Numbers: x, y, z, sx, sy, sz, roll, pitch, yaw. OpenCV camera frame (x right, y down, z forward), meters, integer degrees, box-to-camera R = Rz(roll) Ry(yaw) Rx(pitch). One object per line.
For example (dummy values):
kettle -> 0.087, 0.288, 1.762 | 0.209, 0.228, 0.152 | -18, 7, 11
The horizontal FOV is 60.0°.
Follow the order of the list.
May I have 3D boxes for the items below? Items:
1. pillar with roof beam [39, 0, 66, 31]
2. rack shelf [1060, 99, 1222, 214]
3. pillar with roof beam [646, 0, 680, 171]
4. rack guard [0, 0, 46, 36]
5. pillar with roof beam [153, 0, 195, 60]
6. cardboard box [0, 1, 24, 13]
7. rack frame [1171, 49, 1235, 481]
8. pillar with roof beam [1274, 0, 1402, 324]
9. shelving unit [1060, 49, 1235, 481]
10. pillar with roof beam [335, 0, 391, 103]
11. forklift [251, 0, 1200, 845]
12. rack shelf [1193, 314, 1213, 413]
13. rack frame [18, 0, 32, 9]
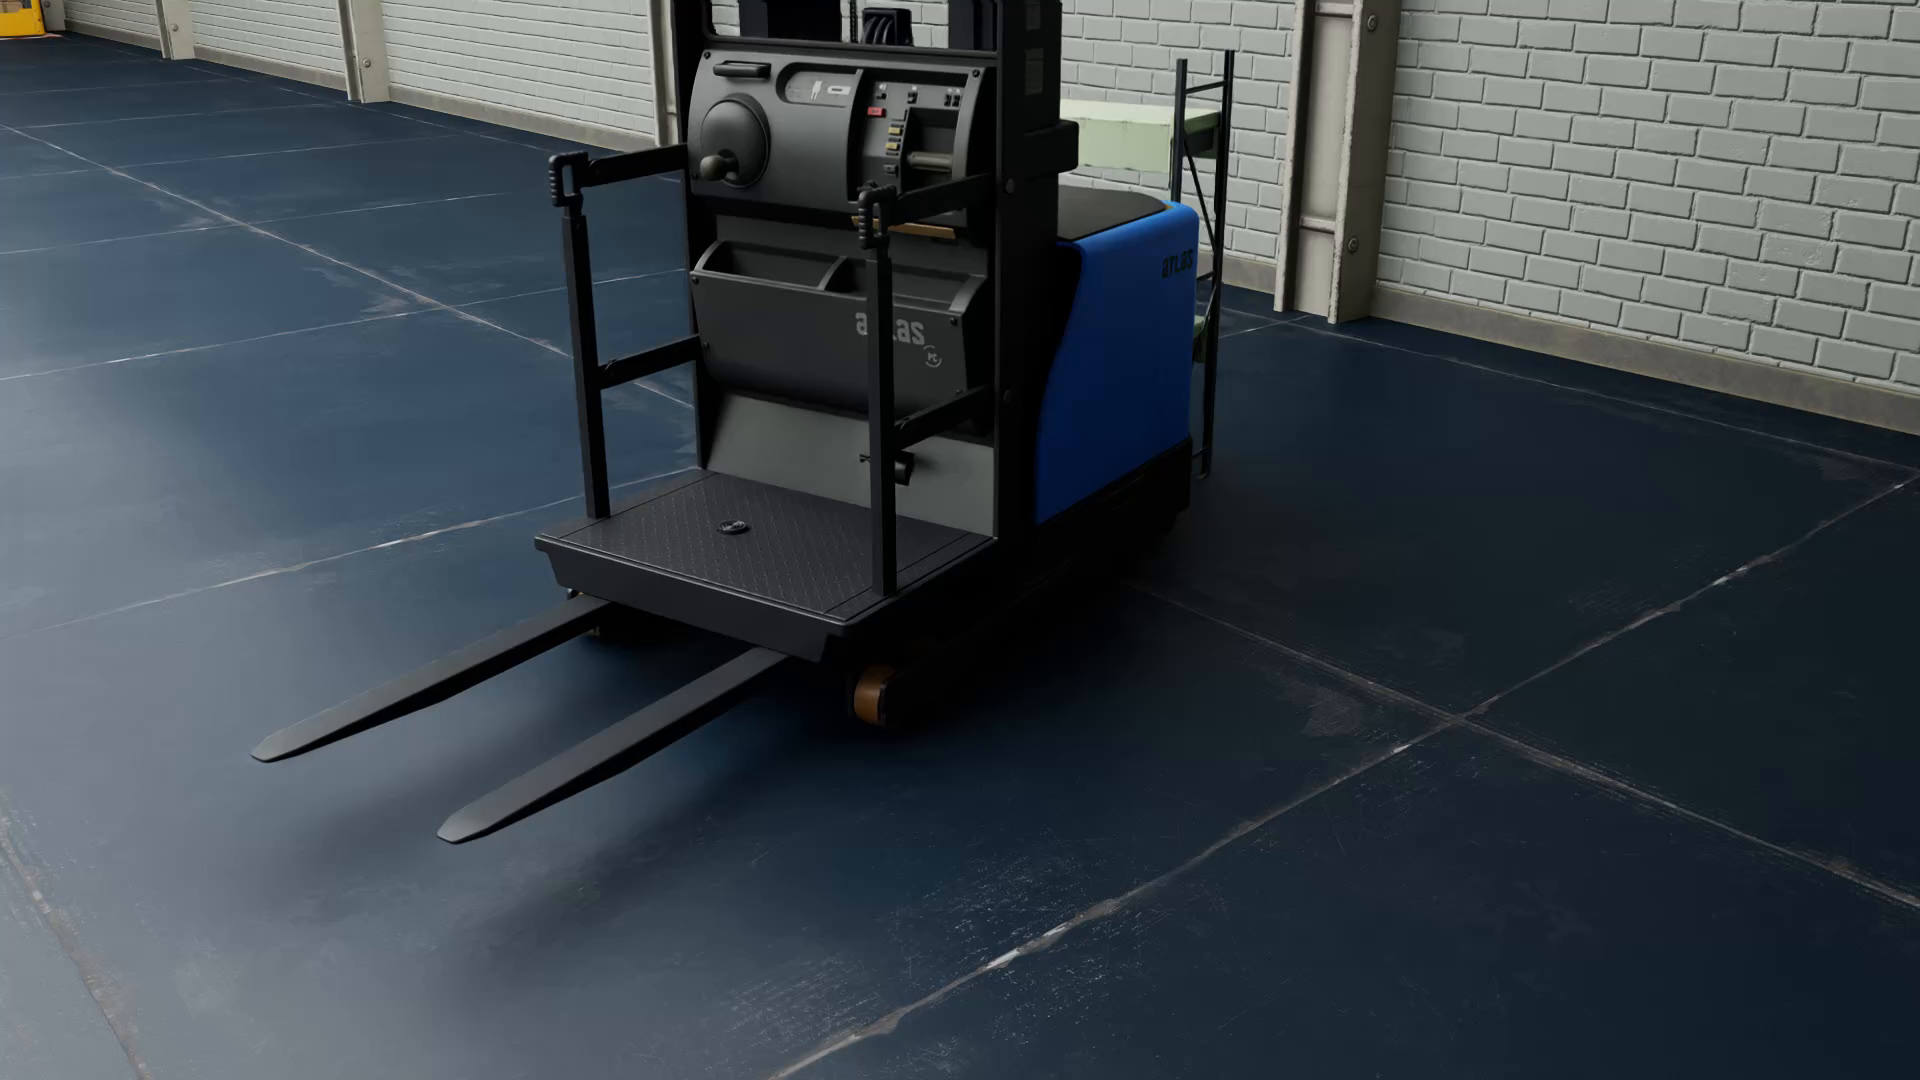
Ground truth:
pillar with roof beam -> -17.085, -10.952, 21.108 | 9.100, 9.000, 0.400 | -17, 27, -37
rack shelf -> 0.493, -1.314, 5.713 | 0.720, 0.370, 0.431 | 13, 25, 30
pillar with roof beam -> -5.336, -5.979, 8.411 | 9.100, 9.000, 0.400 | -17, 27, -37
rack guard -> -14.036, -7.606, 24.219 | 1.175, 0.500, 0.348 | -17, 27, -37
pillar with roof beam -> -13.169, -9.295, 16.876 | 9.100, 9.000, 0.400 | -17, 27, -37
cardboard box -> -14.224, -7.874, 24.670 | 0.500, 0.250, 0.500 | -17, 27, -37
rack frame -> 0.801, -0.879, 5.671 | 0.023, 1.500, 0.400 | 13, 25, 30
pillar with roof beam -> -1.419, -4.322, 4.179 | 9.100, 9.000, 0.400 | -17, 27, -37
shelving unit -> 0.493, -0.951, 5.855 | 0.755, 1.500, 0.431 | 13, 25, 30
pillar with roof beam -> -9.252, -7.637, 12.644 | 9.100, 9.000, 0.400 | -17, 27, -37
forklift -> -0.457, -1.079, 4.220 | 1.130, 2.935, 3.031 | 13, 25, 31
rack shelf -> 0.493, -0.647, 5.974 | 0.720, 0.370, 0.431 | 13, 25, 30
rack frame -> -14.052, -8.777, 23.780 | 1.000, 3.000, 0.127 | -17, 27, -37
